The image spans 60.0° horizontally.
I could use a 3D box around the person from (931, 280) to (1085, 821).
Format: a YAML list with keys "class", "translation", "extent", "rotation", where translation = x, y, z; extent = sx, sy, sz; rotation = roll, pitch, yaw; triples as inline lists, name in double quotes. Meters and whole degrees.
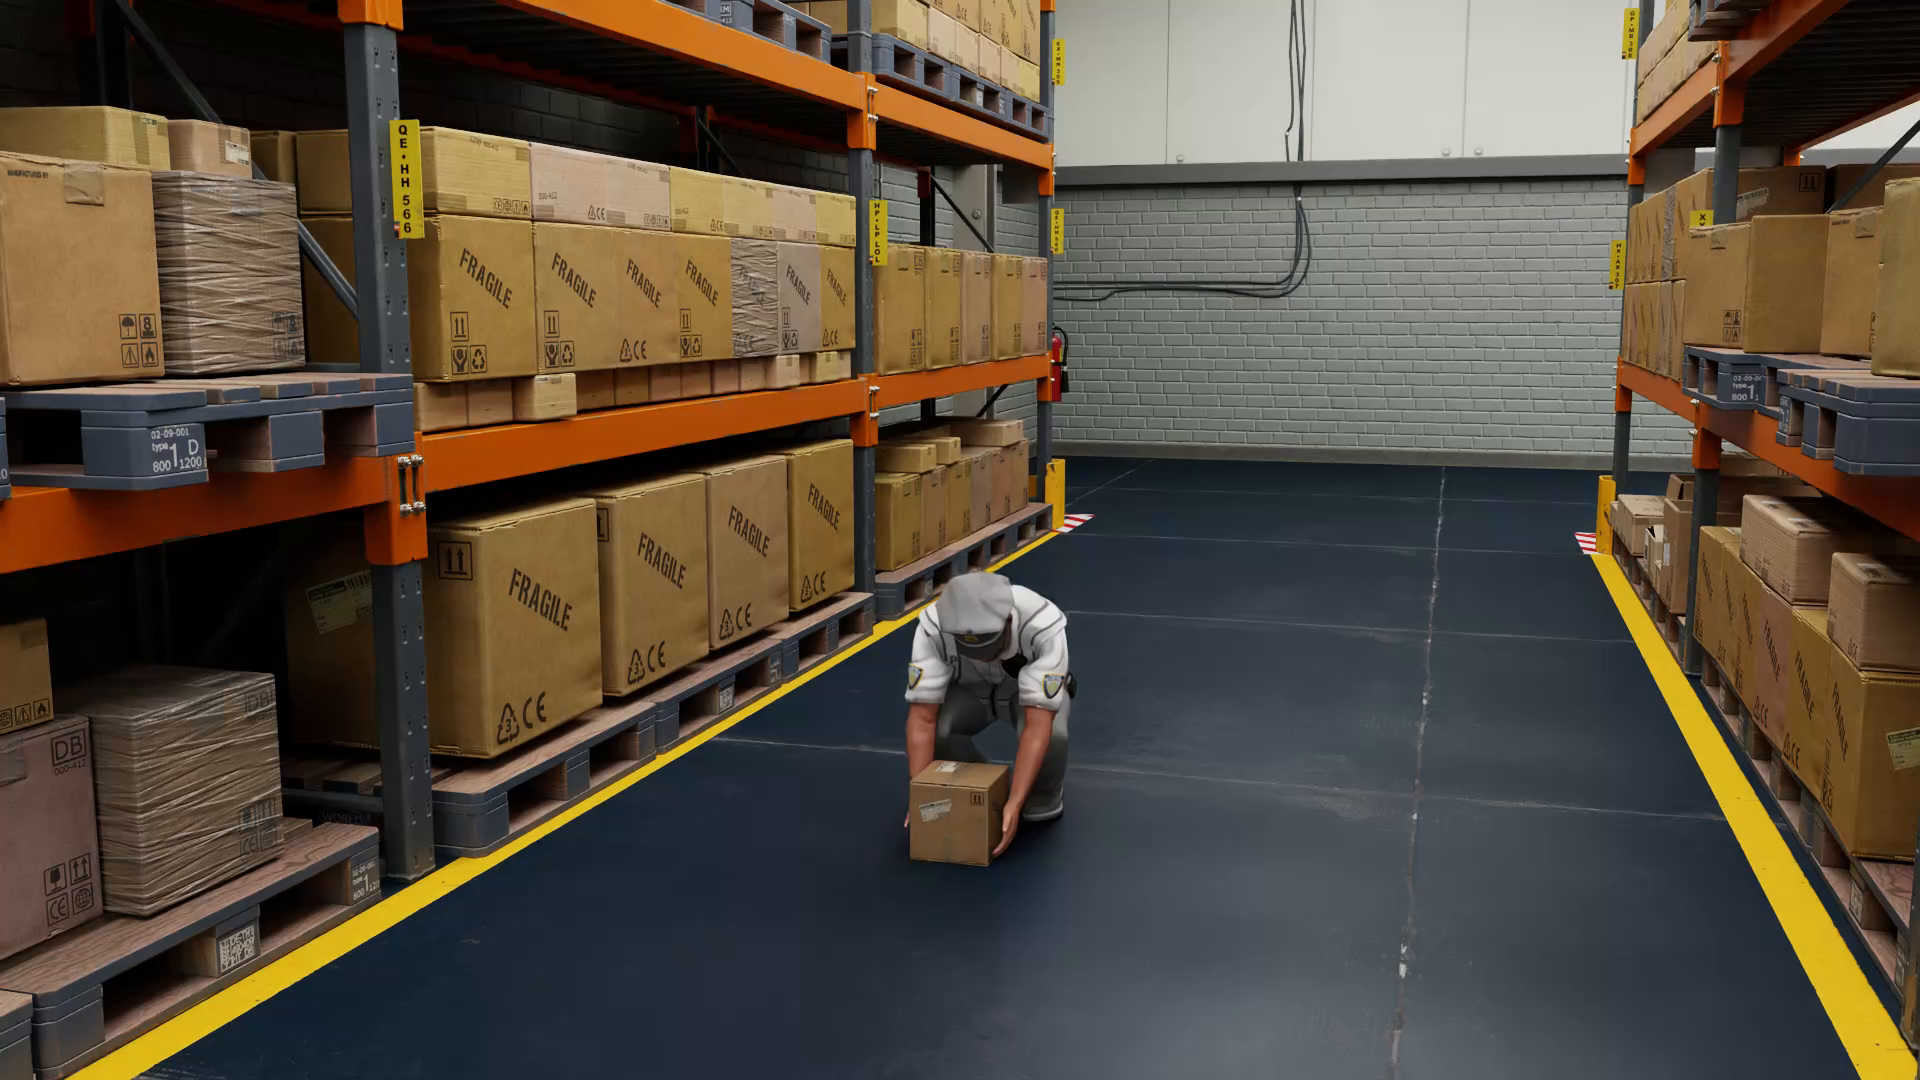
- class: "person"
  translation: [0.145, 0.039, 5.489]
  extent: [0.490, 1.771, 0.566]
  rotation: [2, 9, 16]
